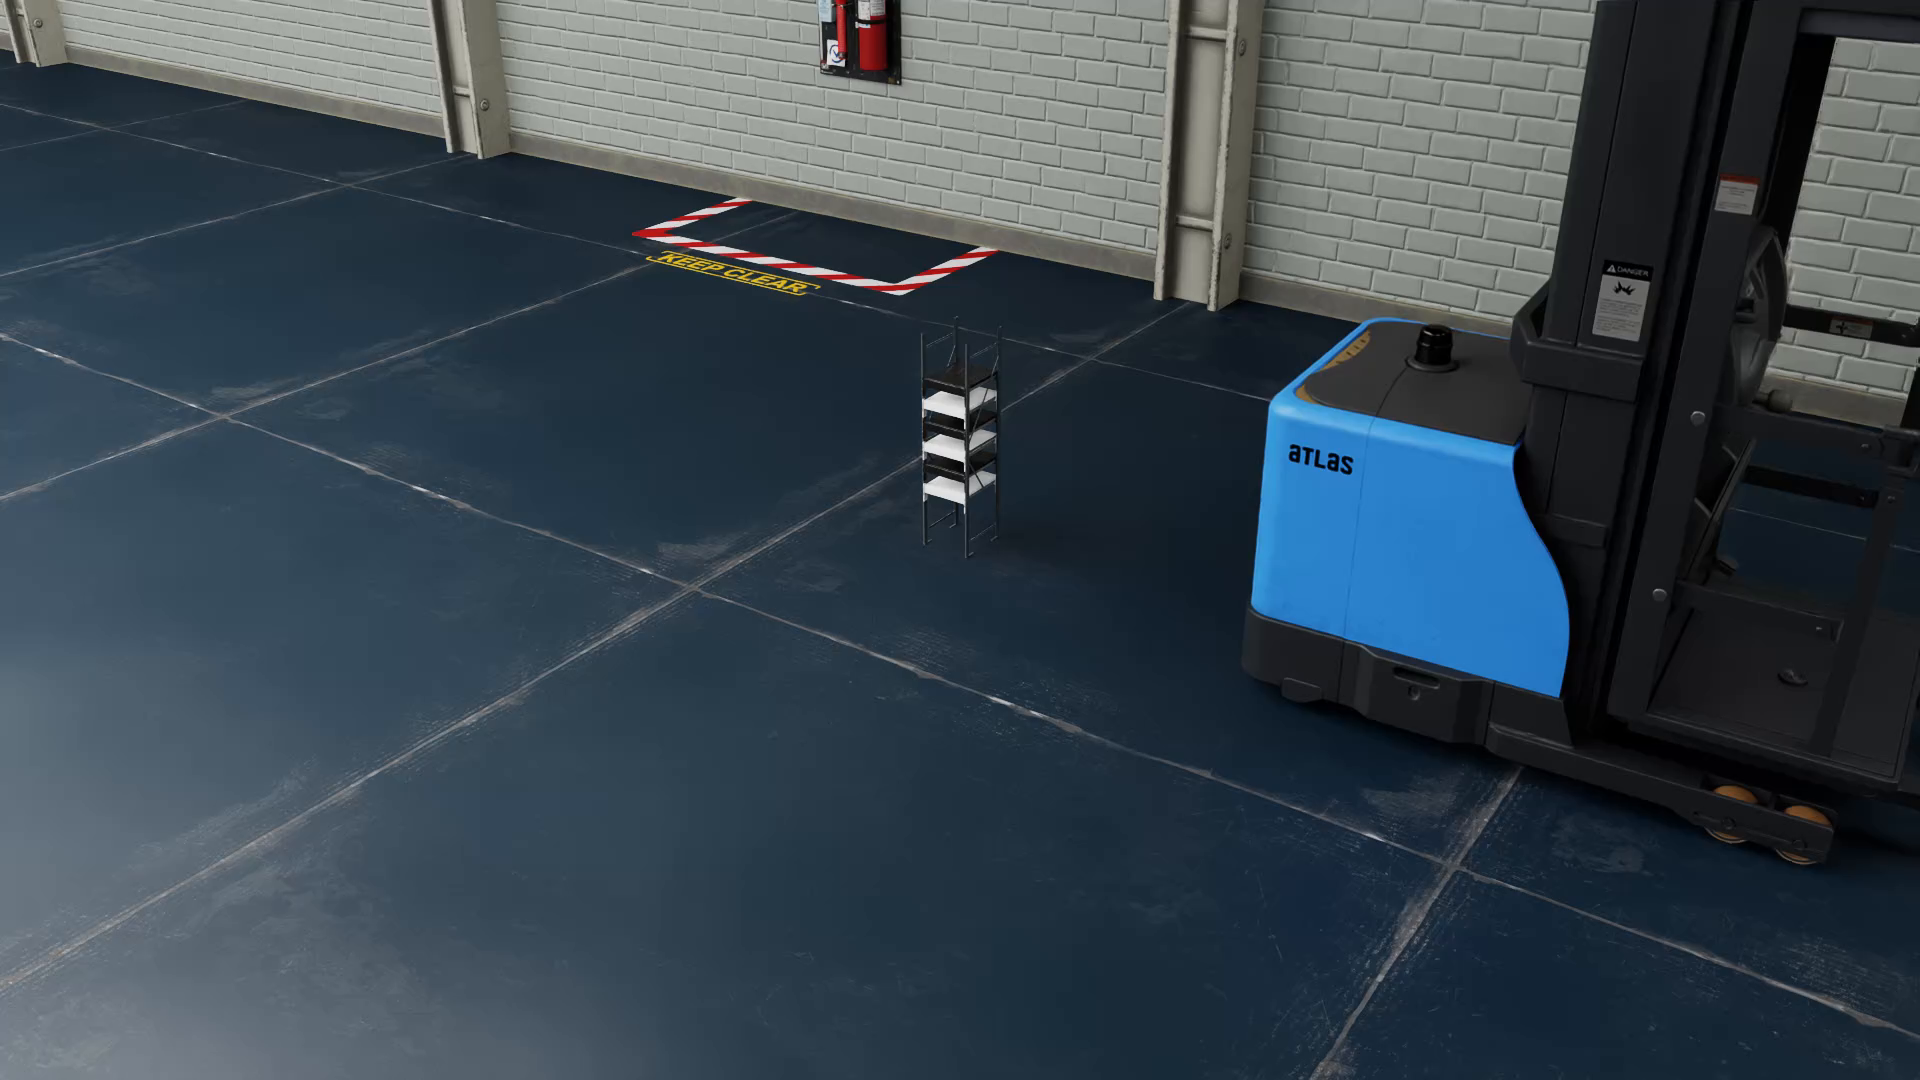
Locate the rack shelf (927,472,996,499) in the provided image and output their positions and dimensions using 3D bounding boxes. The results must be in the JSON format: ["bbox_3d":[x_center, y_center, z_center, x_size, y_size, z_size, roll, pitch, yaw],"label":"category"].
[{"bbox_3d":[0.007,-0.227,6.629,0.190,0.026,0.221,17,32,30],"label":"rack shelf"}]

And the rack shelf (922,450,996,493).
[{"bbox_3d":[0.007,-0.289,6.598,0.200,0.077,0.258,17,32,30],"label":"rack shelf"}]

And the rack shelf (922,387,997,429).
[{"bbox_3d":[0.007,-0.530,6.475,0.200,0.077,0.258,17,32,30],"label":"rack shelf"}]

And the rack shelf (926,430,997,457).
[{"bbox_3d":[0.007,-0.387,6.548,0.190,0.026,0.221,17,32,30],"label":"rack shelf"}]

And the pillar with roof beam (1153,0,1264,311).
[{"bbox_3d":[-1.091,-3.779,4.255,0.400,9.000,9.100,17,32,30],"label":"pillar with roof beam"}]

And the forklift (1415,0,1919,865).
[{"bbox_3d":[2.489,-0.627,4.750,3.031,2.935,1.110,16,31,28],"label":"forklift"}]

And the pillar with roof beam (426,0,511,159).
[{"bbox_3d":[-6.036,-5.320,7.282,0.400,9.000,9.100,17,32,30],"label":"pillar with roof beam"}]

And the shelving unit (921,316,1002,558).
[{"bbox_3d":[0.007,-0.399,6.542,0.210,0.900,0.258,17,32,30],"label":"shelving unit"}]

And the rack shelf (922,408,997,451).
[{"bbox_3d":[0.007,-0.449,6.516,0.200,0.077,0.258,17,32,30],"label":"rack shelf"}]

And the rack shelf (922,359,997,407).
[{"bbox_3d":[0.007,-0.610,6.434,0.200,0.077,0.258,17,32,30],"label":"rack shelf"}]

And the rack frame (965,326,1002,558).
[{"bbox_3d":[0.090,-0.373,6.490,0.006,0.900,0.240,17,32,30],"label":"rack frame"}]

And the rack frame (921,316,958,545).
[{"bbox_3d":[-0.077,-0.425,6.593,0.006,0.900,0.240,17,32,30],"label":"rack frame"}]
